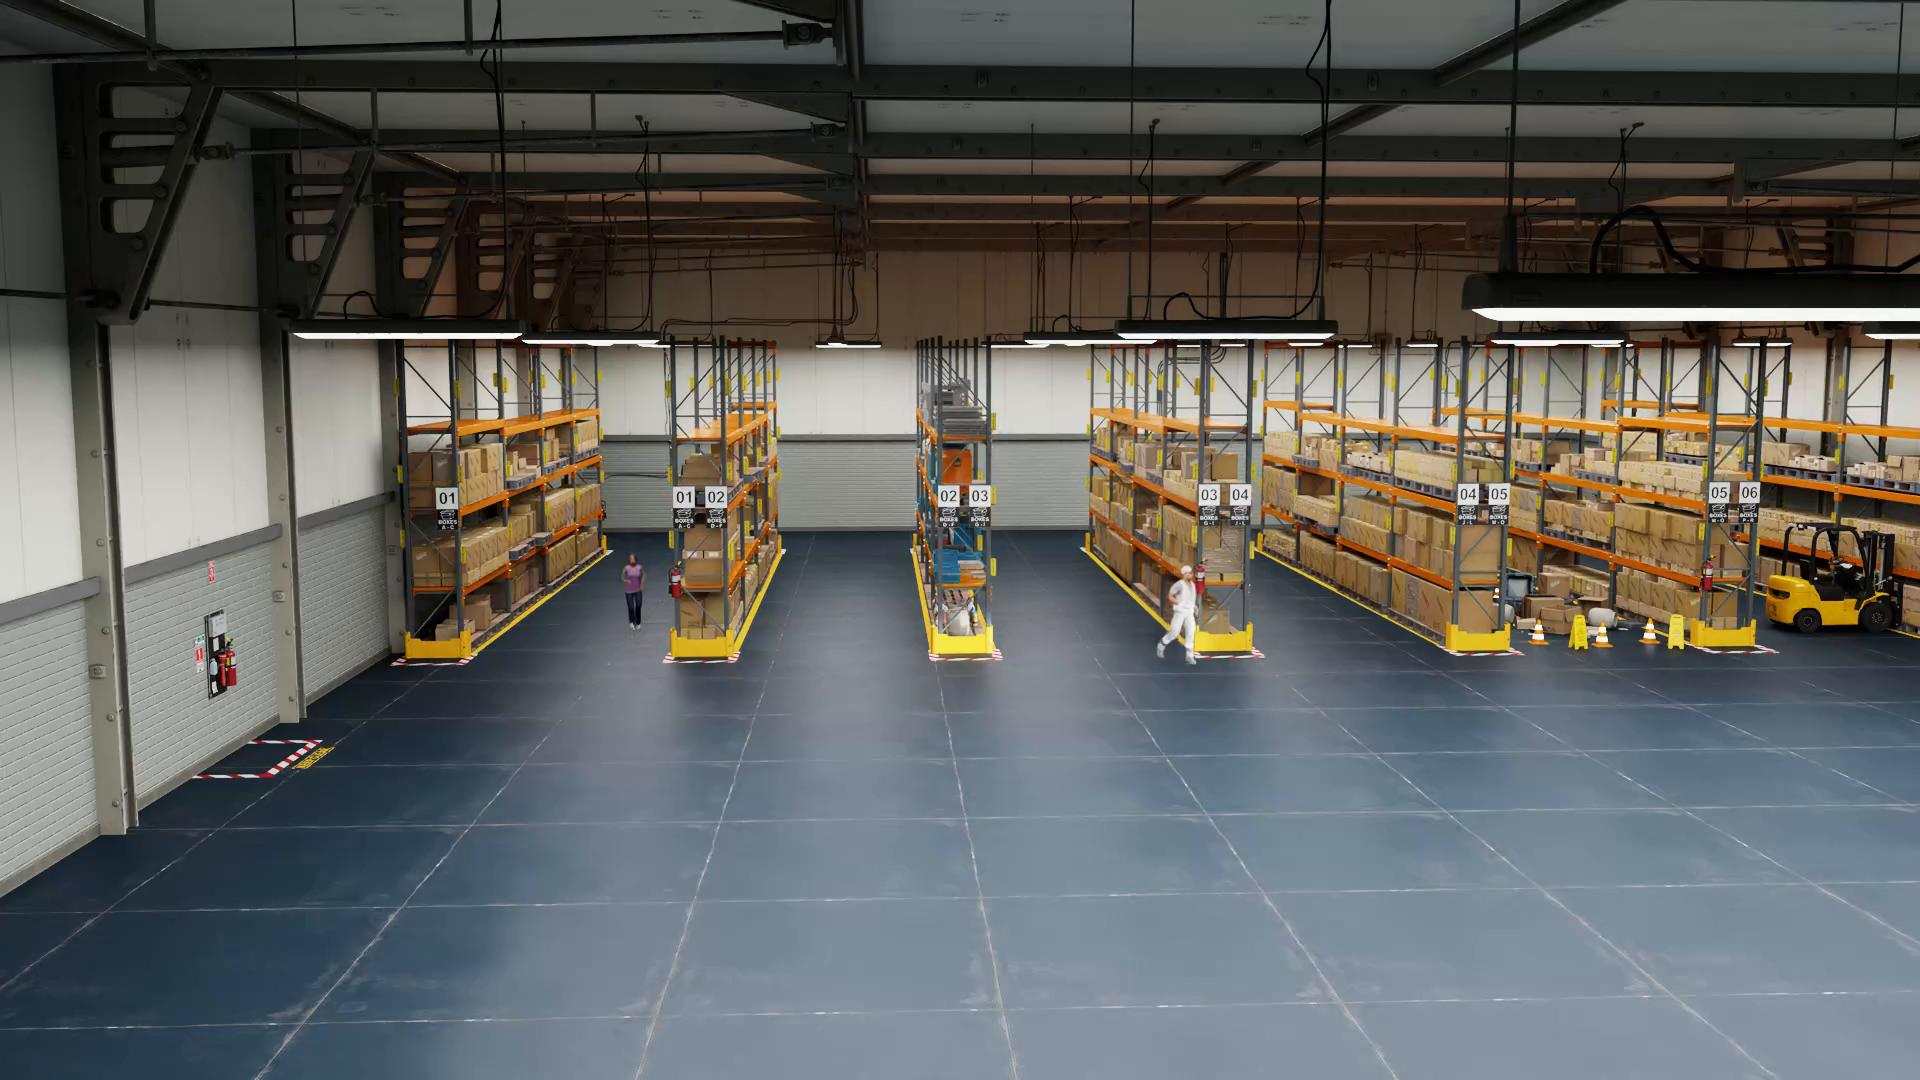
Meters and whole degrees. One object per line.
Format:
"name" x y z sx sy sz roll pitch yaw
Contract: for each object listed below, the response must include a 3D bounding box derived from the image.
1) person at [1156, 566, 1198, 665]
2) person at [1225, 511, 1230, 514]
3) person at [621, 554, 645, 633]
"person" 4.144 1.357 30.612 0.720 1.761 0.982 -4 8 -33
"person" 7.994 -0.636 48.615 0.531 1.702 0.749 -3 7 -26
"person" -6.669 1.087 33.978 0.490 1.621 0.711 -1 7 -11
